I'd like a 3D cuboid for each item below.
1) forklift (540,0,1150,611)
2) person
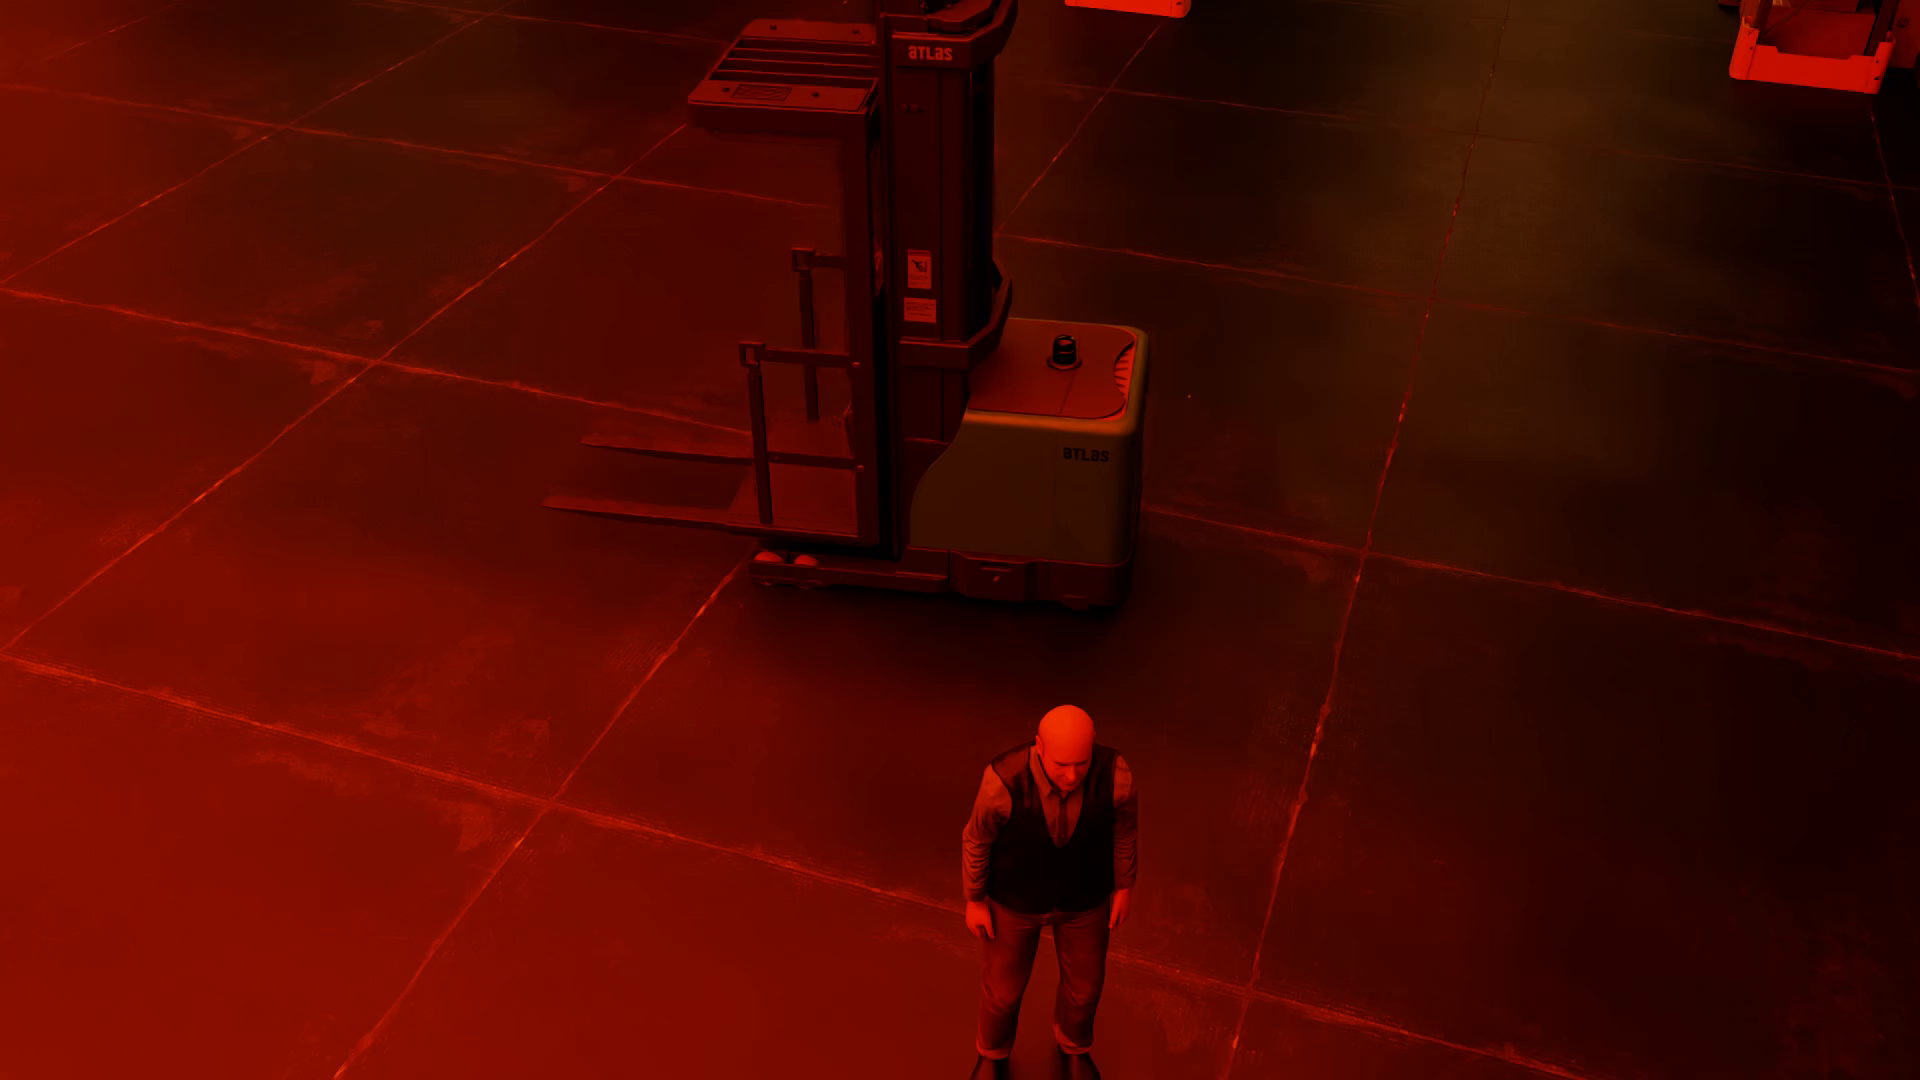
[{"bbox_3d":[-0.607,-1.246,7.869,3.031,2.935,1.130,5,36,8],"label":"forklift"},{"bbox_3d":[0.295,1.174,5.504,0.579,1.719,0.424,-3,35,-5],"label":"person"}]
